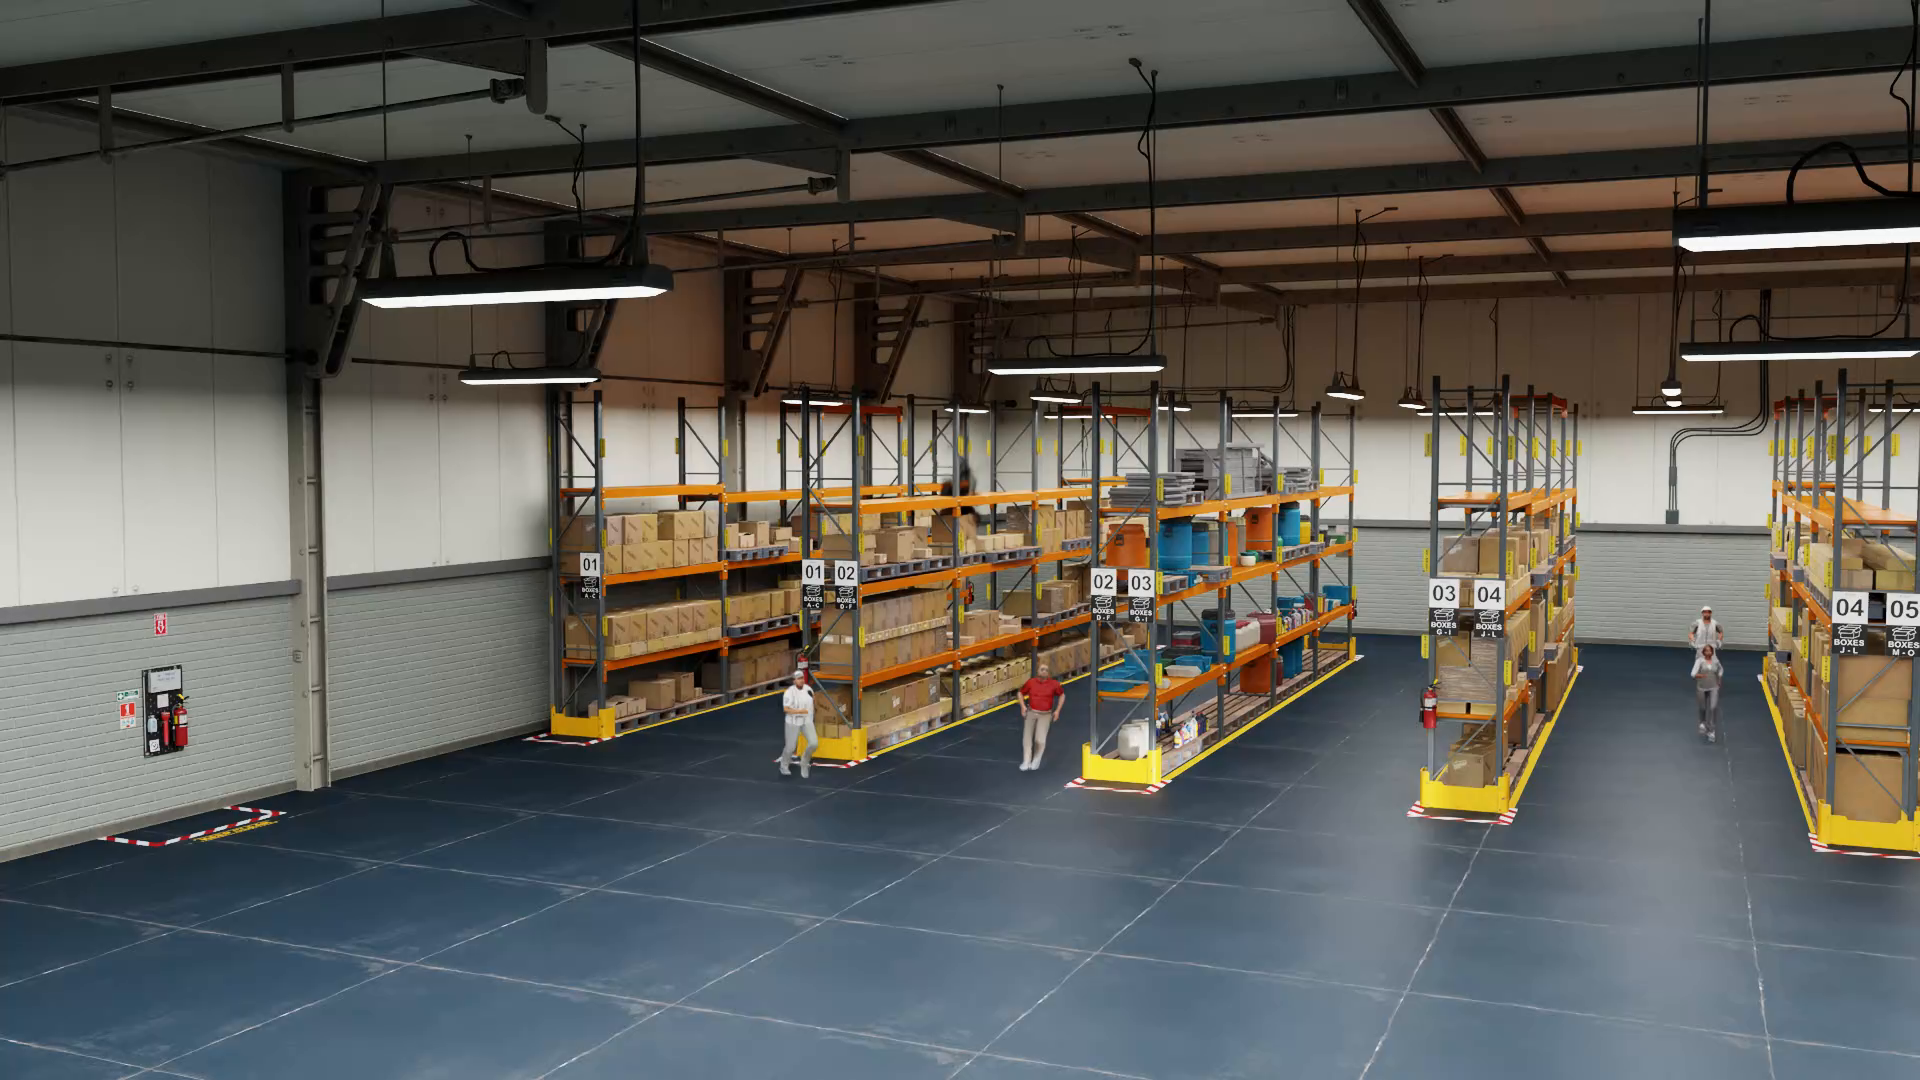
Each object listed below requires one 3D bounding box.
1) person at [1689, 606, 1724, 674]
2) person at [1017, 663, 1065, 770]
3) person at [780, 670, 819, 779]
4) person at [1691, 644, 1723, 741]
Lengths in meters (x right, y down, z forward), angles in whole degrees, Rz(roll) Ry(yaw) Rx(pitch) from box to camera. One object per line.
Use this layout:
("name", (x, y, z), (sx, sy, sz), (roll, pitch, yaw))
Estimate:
("person", (15.376, 2.237, 34.261), (0.668, 1.760, 0.811), (1, 3, 21))
("person", (1.237, 2.742, 25.759), (0.723, 1.674, 0.585), (1, 3, 12))
("person", (-2.411, 2.783, 25.157), (0.618, 1.646, 0.828), (-2, 4, -29))
("person", (12.858, 2.595, 28.616), (0.531, 1.607, 0.838), (1, 3, 18))
